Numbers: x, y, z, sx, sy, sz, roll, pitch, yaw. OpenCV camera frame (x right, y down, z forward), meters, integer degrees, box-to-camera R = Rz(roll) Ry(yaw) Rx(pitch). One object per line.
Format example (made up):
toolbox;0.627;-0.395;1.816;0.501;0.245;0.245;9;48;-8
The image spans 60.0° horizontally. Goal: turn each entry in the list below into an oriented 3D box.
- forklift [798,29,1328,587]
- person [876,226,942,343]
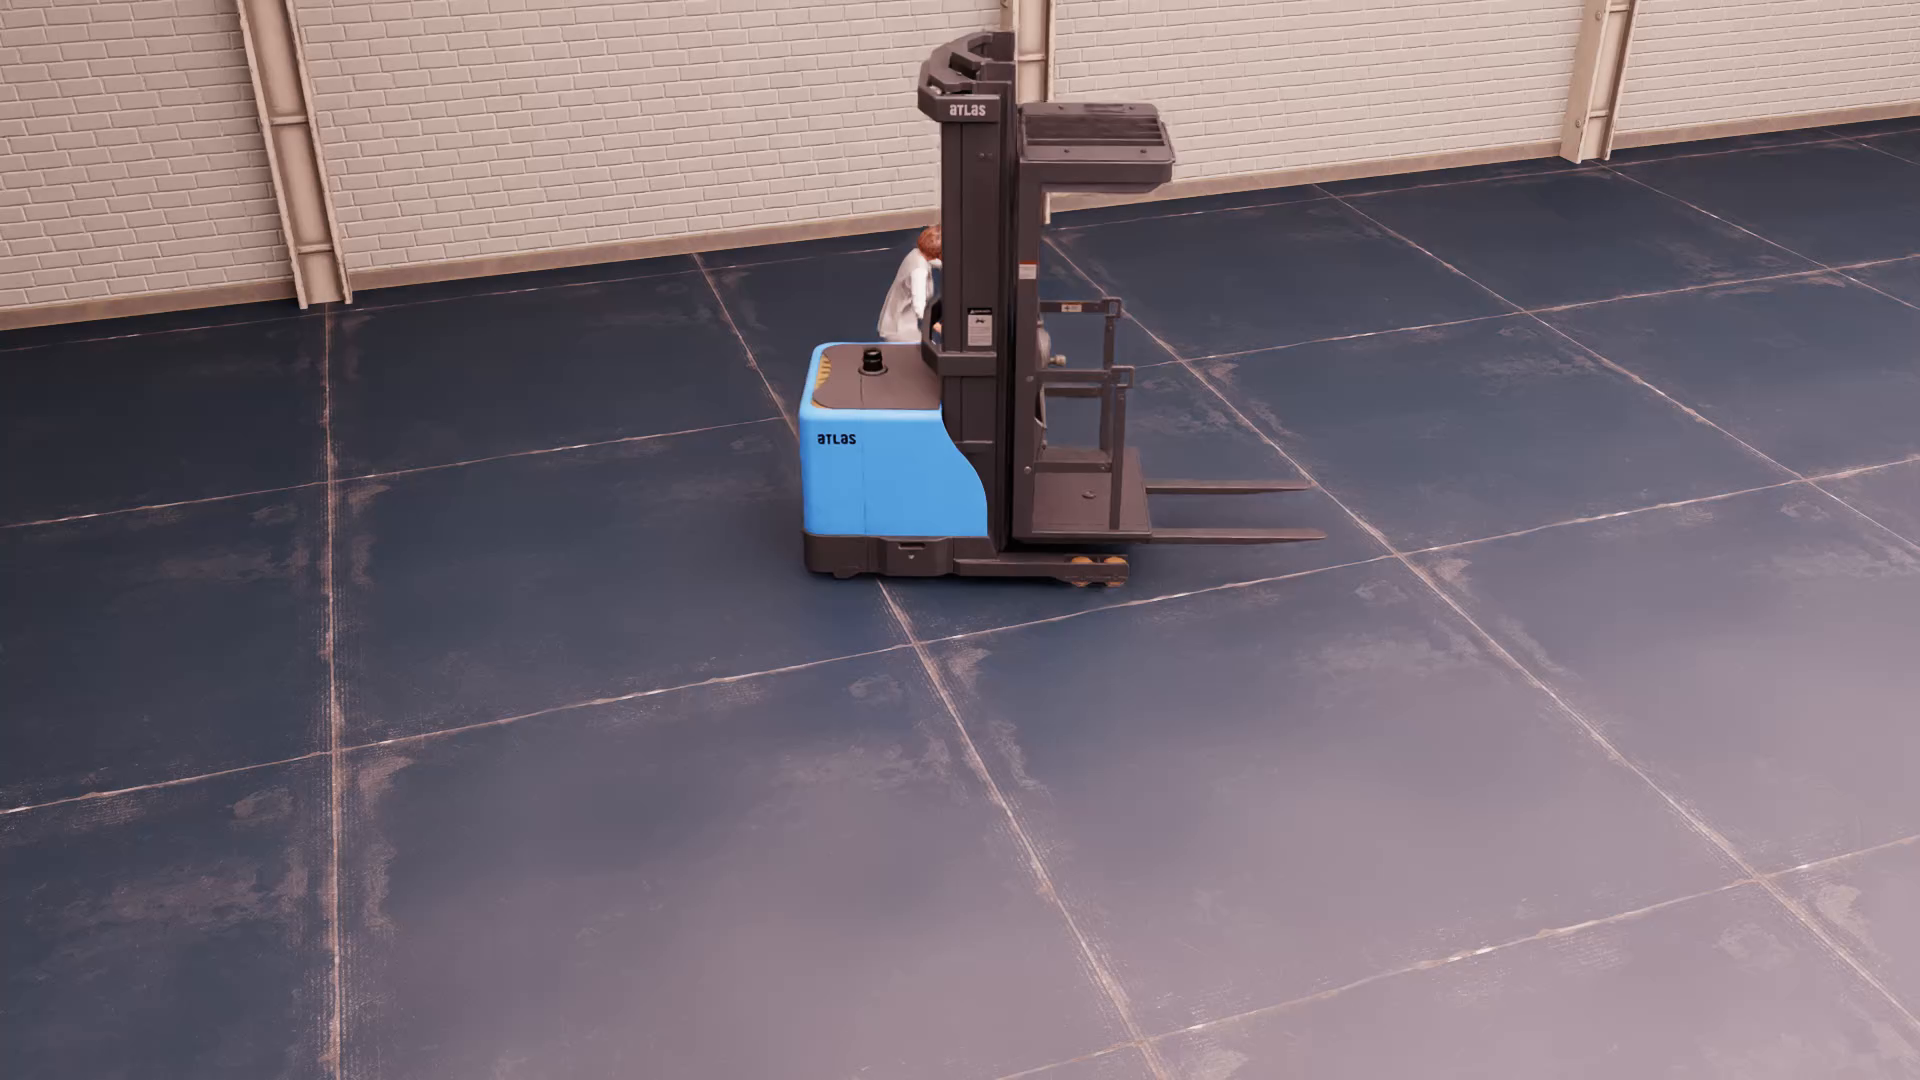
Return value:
forklift;0.616;-1.272;9.298;3.031;2.935;1.130;0;30;1
person;-0.129;-1.397;11.067;0.843;1.335;1.005;-3;30;-5
